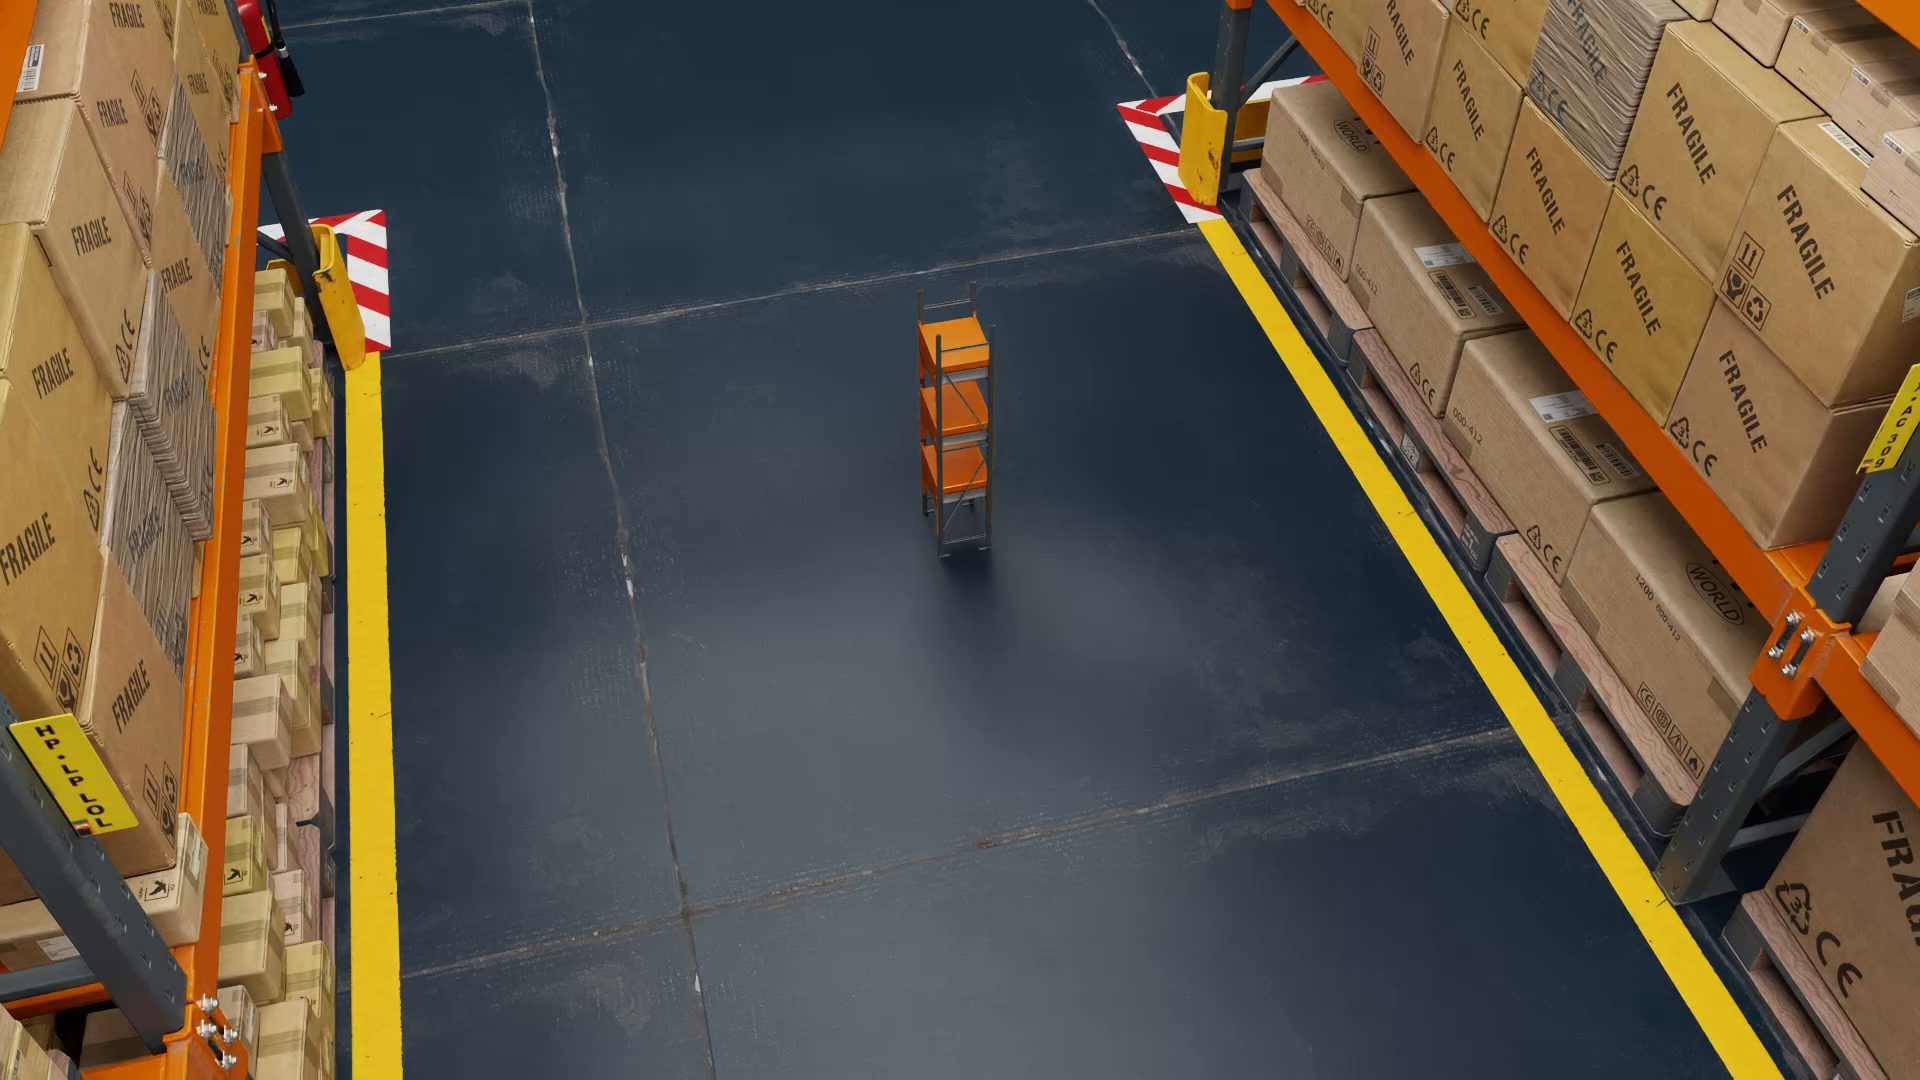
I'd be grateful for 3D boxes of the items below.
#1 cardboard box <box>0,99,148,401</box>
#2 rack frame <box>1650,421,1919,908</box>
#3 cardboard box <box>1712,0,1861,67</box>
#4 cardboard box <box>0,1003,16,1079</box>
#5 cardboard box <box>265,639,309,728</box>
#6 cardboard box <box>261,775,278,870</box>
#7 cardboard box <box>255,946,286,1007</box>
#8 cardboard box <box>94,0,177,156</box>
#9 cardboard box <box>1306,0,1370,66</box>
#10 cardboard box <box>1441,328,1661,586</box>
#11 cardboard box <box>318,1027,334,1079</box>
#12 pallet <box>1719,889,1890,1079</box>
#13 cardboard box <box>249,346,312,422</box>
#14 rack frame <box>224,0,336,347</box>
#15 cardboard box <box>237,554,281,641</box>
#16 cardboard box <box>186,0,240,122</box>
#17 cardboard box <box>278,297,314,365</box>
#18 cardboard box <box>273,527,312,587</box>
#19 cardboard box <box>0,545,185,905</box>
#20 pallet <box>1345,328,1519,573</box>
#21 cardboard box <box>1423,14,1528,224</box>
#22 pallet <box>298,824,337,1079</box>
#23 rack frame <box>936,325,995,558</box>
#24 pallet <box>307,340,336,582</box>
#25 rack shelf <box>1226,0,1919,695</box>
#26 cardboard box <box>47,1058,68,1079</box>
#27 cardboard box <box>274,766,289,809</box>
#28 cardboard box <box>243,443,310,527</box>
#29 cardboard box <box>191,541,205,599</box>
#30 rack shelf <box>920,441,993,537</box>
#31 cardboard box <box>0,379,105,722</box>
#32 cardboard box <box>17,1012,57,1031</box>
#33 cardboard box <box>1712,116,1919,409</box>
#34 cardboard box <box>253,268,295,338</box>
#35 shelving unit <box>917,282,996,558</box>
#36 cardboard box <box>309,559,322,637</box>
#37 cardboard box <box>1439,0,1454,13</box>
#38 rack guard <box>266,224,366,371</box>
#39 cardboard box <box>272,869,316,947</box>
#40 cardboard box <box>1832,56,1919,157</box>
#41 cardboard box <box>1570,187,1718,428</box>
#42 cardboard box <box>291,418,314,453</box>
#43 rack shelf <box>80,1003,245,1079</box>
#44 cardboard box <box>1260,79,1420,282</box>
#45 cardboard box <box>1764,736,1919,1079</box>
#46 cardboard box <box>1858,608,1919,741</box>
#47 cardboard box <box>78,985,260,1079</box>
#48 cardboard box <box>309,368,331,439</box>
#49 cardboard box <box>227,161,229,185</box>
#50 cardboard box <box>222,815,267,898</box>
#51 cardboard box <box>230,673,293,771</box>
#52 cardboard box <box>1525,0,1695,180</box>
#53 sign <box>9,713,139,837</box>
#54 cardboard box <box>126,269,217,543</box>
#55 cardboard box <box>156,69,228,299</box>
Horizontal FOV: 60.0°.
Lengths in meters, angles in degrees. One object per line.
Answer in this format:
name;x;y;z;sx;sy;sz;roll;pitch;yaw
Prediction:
cardboard box;-2.218;-0.627;3.785;0.500;0.500;0.500;-10;46;-10
rack frame;2.667;-0.048;4.196;1.000;3.000;0.127;-11;47;-10
cardboard box;2.182;-1.361;4.260;0.380;0.149;0.250;-11;47;-11
cardboard box;-1.800;0.901;2.732;0.380;0.149;0.250;-9;46;-8
cardboard box;-2.241;0.478;5.175;0.380;0.149;0.250;-11;47;-11
cardboard box;-2.190;0.858;4.802;0.380;0.149;0.250;-13;47;-12
cardboard box;-2.027;1.207;4.461;0.380;0.149;0.250;-10;46;-10
cardboard box;-2.487;-1.346;4.490;0.500;0.500;0.500;-9;46;-8
cardboard box;1.645;-2.116;6.154;0.500;0.500;0.500;-11;47;-11
cardboard box;2.381;-0.369;6.011;0.875;0.438;0.875;-12;47;-11
cardboard box;-1.875;1.468;4.413;0.380;0.149;0.250;-13;47;-12
pallet;2.938;1.447;4.684;1.003;0.211;1.213;-11;47;-10
cardboard box;-2.537;-0.533;5.958;0.380;0.149;0.250;-12;47;-11
rack frame;-3.116;-1.834;5.947;1.000;3.000;0.127;-11;47;-10
cardboard box;-2.355;0.211;5.229;0.380;0.149;0.250;-10;47;-10
cardboard box;-2.752;-1.710;5.548;0.500;0.500;0.500;-10;46;-9
cardboard box;-2.705;-0.775;6.403;0.380;0.149;0.250;-12;47;-11
cardboard box;-2.377;0.119;5.527;0.380;0.149;0.250;-9;46;-8
cardboard box;-1.975;0.400;3.479;0.500;0.500;0.500;-11;47;-11
pallet;2.232;-0.455;6.548;1.003;0.211;1.213;-11;47;-10
cardboard box;1.902;-1.419;5.470;0.500;0.500;0.500;-9;46;-9
pallet;-2.298;1.446;4.685;1.003;0.211;1.213;-11;47;-10
rack frame;0.018;-0.320;5.829;0.200;1.050;0.008;-11;47;-10
pallet;-2.923;-0.239;6.336;1.003;0.211;1.213;-11;47;-10
rack shelf;2.155;-1.177;5.807;1.077;0.370;4.000;-11;47;-10
cardboard box;-1.799;1.106;2.948;0.380;0.149;0.250;-12;47;-11
cardboard box;-2.272;0.777;5.091;0.380;0.149;0.250;-13;47;-12
cardboard box;-2.410;-0.167;5.599;0.380;0.149;0.250;-9;46;-9
cardboard box;-2.170;0.046;4.281;0.380;0.149;0.250;-10;46;-10
rack shelf;-0.014;-0.202;6.117;0.215;0.259;0.240;-11;47;-10
cardboard box;-1.972;0.082;3.091;0.500;0.500;0.500;-10;46;-9
cardboard box;-2.538;1.203;4.257;0.380;0.149;0.250;-10;46;-10
cardboard box;2.280;-0.708;4.073;0.500;0.500;0.500;-11;47;-11
cardboard box;-2.735;-0.873;6.290;0.380;0.149;0.250;-10;46;-10
shelving unit;-0.014;-0.404;5.911;0.215;1.050;0.252;-11;47;-10
cardboard box;-2.379;0.224;5.632;0.380;0.149;0.250;-10;46;-10
cardboard box;1.769;-2.101;5.439;0.500;0.500;0.500;-11;47;-11
rack guard;-3.096;-0.907;6.789;1.175;0.500;0.348;-11;47;-10
cardboard box;-2.057;1.122;4.752;0.380;0.149;0.250;-11;47;-11
cardboard box;2.318;-1.016;3.921;0.380;0.149;0.250;-10;46;-9
cardboard box;2.164;-0.710;4.776;0.500;0.500;0.500;-12;47;-11
cardboard box;-2.570;-0.417;6.052;0.380;0.149;0.250;-12;47;-12
rack shelf;-1.580;2.560;2.145;1.077;0.370;4.000;-11;47;-10
cardboard box;1.909;-1.622;7.239;0.875;0.438;0.875;-12;47;-12
cardboard box;2.903;0.963;4.400;0.875;0.875;0.875;-9;46;-9
cardboard box;2.525;0.357;3.905;0.500;0.250;0.500;-12;47;-11
cardboard box;-1.980;1.294;4.167;0.380;0.149;0.250;-9;46;-9
cardboard box;-2.616;-0.499;6.341;0.380;0.149;0.250;-9;46;-9
cardboard box;-2.653;-1.224;5.525;0.380;0.149;0.250;-11;47;-11
cardboard box;-2.105;0.928;4.526;0.380;0.149;0.250;-11;47;-11
cardboard box;-2.180;0.561;4.886;0.380;0.149;0.250;-10;46;-9
cardboard box;2.018;-1.409;4.761;0.500;0.500;0.500;-10;46;-10
sign;-1.556;0.418;2.929;0.100;0.325;0.005;-11;47;-10
cardboard box;-2.203;-0.295;4.160;0.500;0.500;0.500;-12;47;-11
cardboard box;-2.486;-1.005;4.857;0.500;0.500;0.500;-11;47;-10
